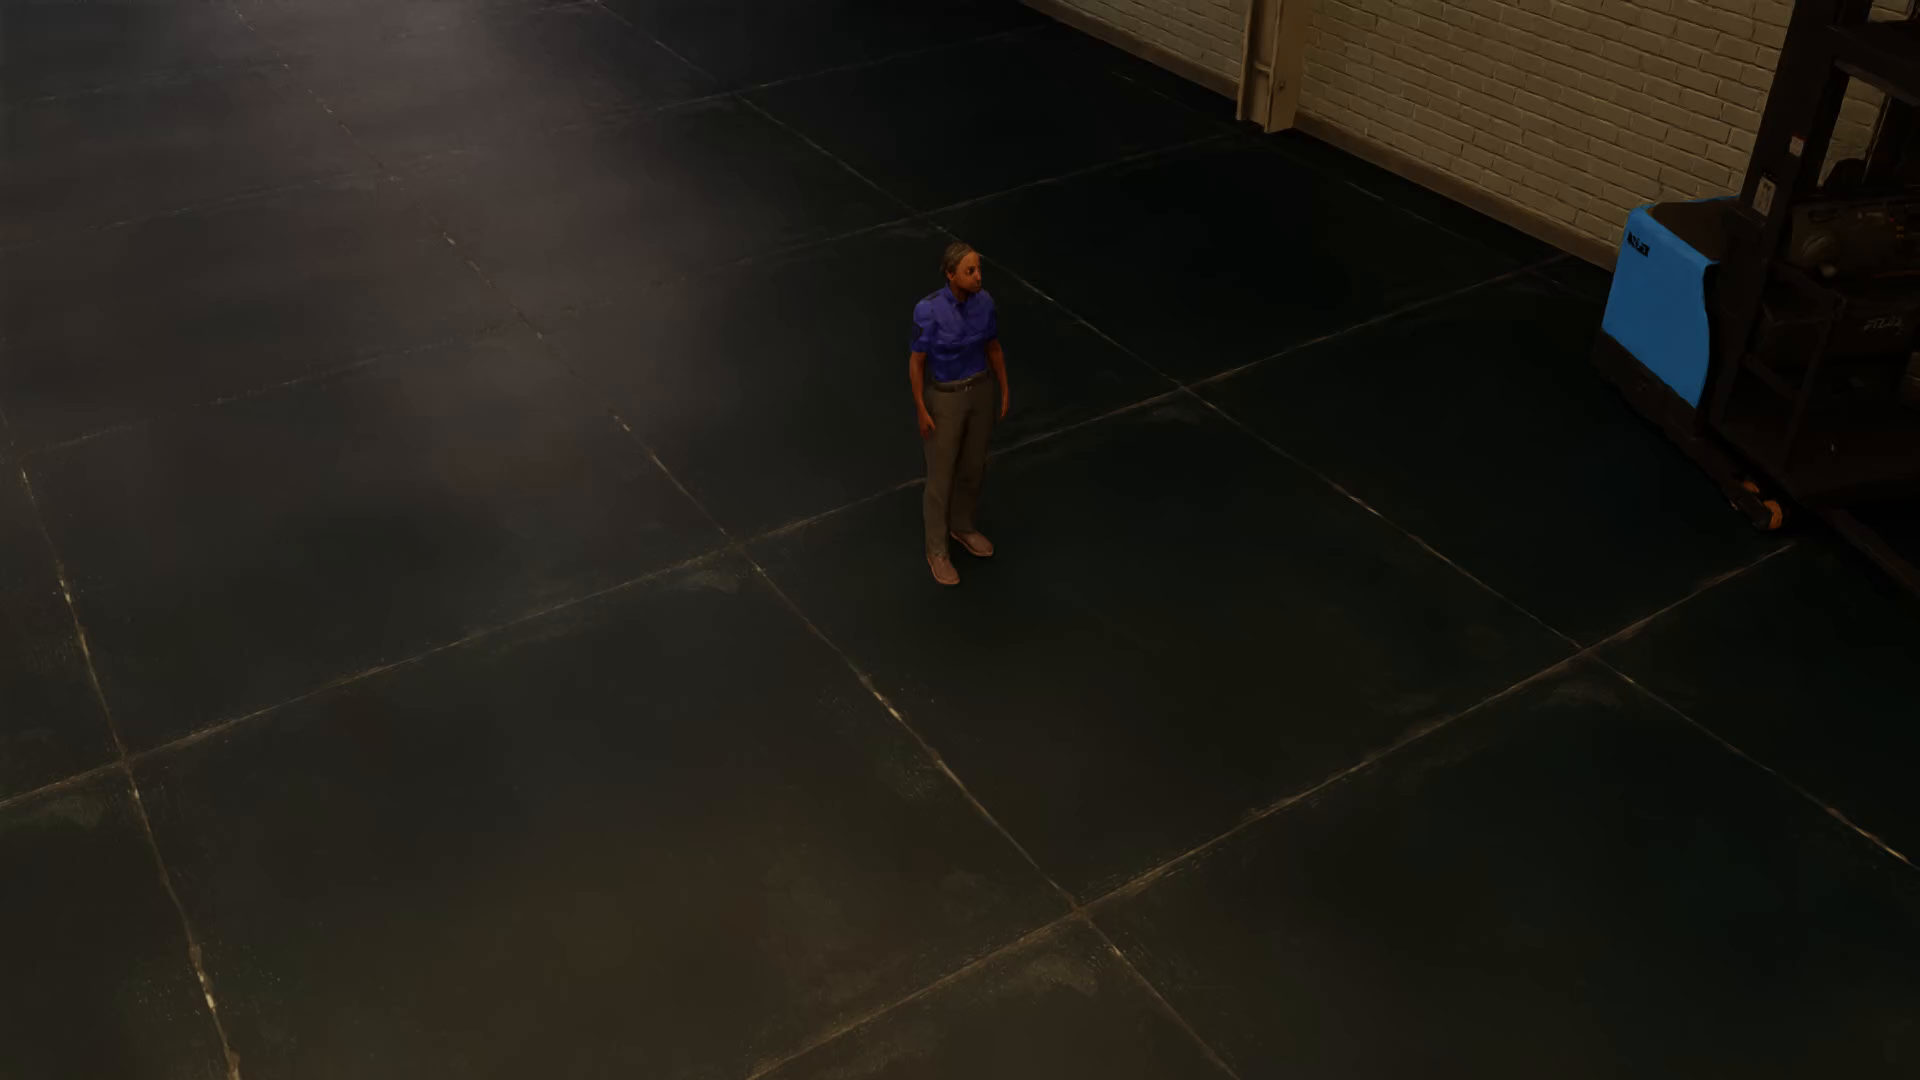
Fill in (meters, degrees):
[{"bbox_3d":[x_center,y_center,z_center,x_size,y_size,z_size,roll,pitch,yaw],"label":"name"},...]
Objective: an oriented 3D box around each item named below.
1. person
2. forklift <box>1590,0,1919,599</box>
[{"bbox_3d":[0.031,-0.629,8.152,0.570,1.642,0.503,-21,40,-27],"label":"person"},{"bbox_3d":[4.664,-1.484,8.260,1.130,2.935,3.031,-8,36,-11],"label":"forklift"}]
